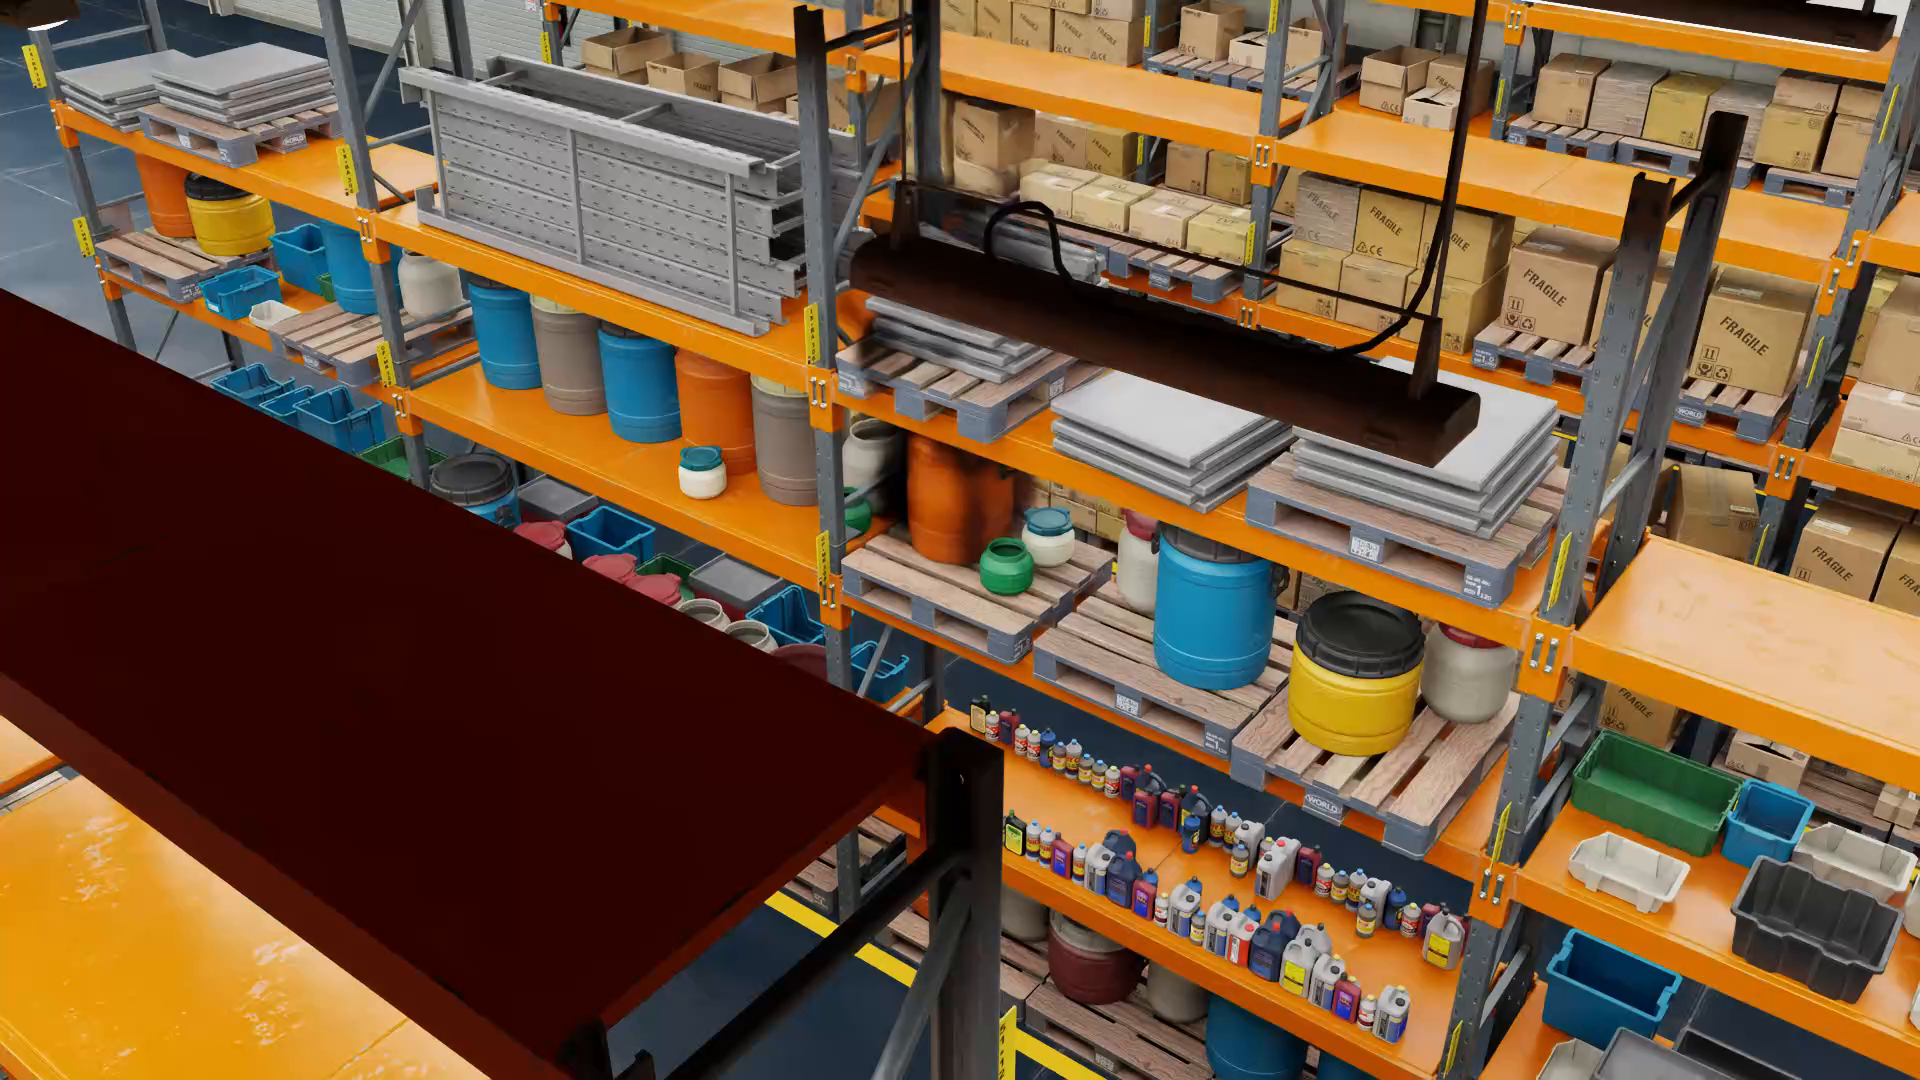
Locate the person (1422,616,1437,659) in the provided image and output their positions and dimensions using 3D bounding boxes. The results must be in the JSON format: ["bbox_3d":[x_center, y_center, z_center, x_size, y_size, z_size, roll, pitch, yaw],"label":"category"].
[{"bbox_3d":[3.101,1.171,11.216,0.735,1.876,0.614,15,35,23],"label":"person"}]
